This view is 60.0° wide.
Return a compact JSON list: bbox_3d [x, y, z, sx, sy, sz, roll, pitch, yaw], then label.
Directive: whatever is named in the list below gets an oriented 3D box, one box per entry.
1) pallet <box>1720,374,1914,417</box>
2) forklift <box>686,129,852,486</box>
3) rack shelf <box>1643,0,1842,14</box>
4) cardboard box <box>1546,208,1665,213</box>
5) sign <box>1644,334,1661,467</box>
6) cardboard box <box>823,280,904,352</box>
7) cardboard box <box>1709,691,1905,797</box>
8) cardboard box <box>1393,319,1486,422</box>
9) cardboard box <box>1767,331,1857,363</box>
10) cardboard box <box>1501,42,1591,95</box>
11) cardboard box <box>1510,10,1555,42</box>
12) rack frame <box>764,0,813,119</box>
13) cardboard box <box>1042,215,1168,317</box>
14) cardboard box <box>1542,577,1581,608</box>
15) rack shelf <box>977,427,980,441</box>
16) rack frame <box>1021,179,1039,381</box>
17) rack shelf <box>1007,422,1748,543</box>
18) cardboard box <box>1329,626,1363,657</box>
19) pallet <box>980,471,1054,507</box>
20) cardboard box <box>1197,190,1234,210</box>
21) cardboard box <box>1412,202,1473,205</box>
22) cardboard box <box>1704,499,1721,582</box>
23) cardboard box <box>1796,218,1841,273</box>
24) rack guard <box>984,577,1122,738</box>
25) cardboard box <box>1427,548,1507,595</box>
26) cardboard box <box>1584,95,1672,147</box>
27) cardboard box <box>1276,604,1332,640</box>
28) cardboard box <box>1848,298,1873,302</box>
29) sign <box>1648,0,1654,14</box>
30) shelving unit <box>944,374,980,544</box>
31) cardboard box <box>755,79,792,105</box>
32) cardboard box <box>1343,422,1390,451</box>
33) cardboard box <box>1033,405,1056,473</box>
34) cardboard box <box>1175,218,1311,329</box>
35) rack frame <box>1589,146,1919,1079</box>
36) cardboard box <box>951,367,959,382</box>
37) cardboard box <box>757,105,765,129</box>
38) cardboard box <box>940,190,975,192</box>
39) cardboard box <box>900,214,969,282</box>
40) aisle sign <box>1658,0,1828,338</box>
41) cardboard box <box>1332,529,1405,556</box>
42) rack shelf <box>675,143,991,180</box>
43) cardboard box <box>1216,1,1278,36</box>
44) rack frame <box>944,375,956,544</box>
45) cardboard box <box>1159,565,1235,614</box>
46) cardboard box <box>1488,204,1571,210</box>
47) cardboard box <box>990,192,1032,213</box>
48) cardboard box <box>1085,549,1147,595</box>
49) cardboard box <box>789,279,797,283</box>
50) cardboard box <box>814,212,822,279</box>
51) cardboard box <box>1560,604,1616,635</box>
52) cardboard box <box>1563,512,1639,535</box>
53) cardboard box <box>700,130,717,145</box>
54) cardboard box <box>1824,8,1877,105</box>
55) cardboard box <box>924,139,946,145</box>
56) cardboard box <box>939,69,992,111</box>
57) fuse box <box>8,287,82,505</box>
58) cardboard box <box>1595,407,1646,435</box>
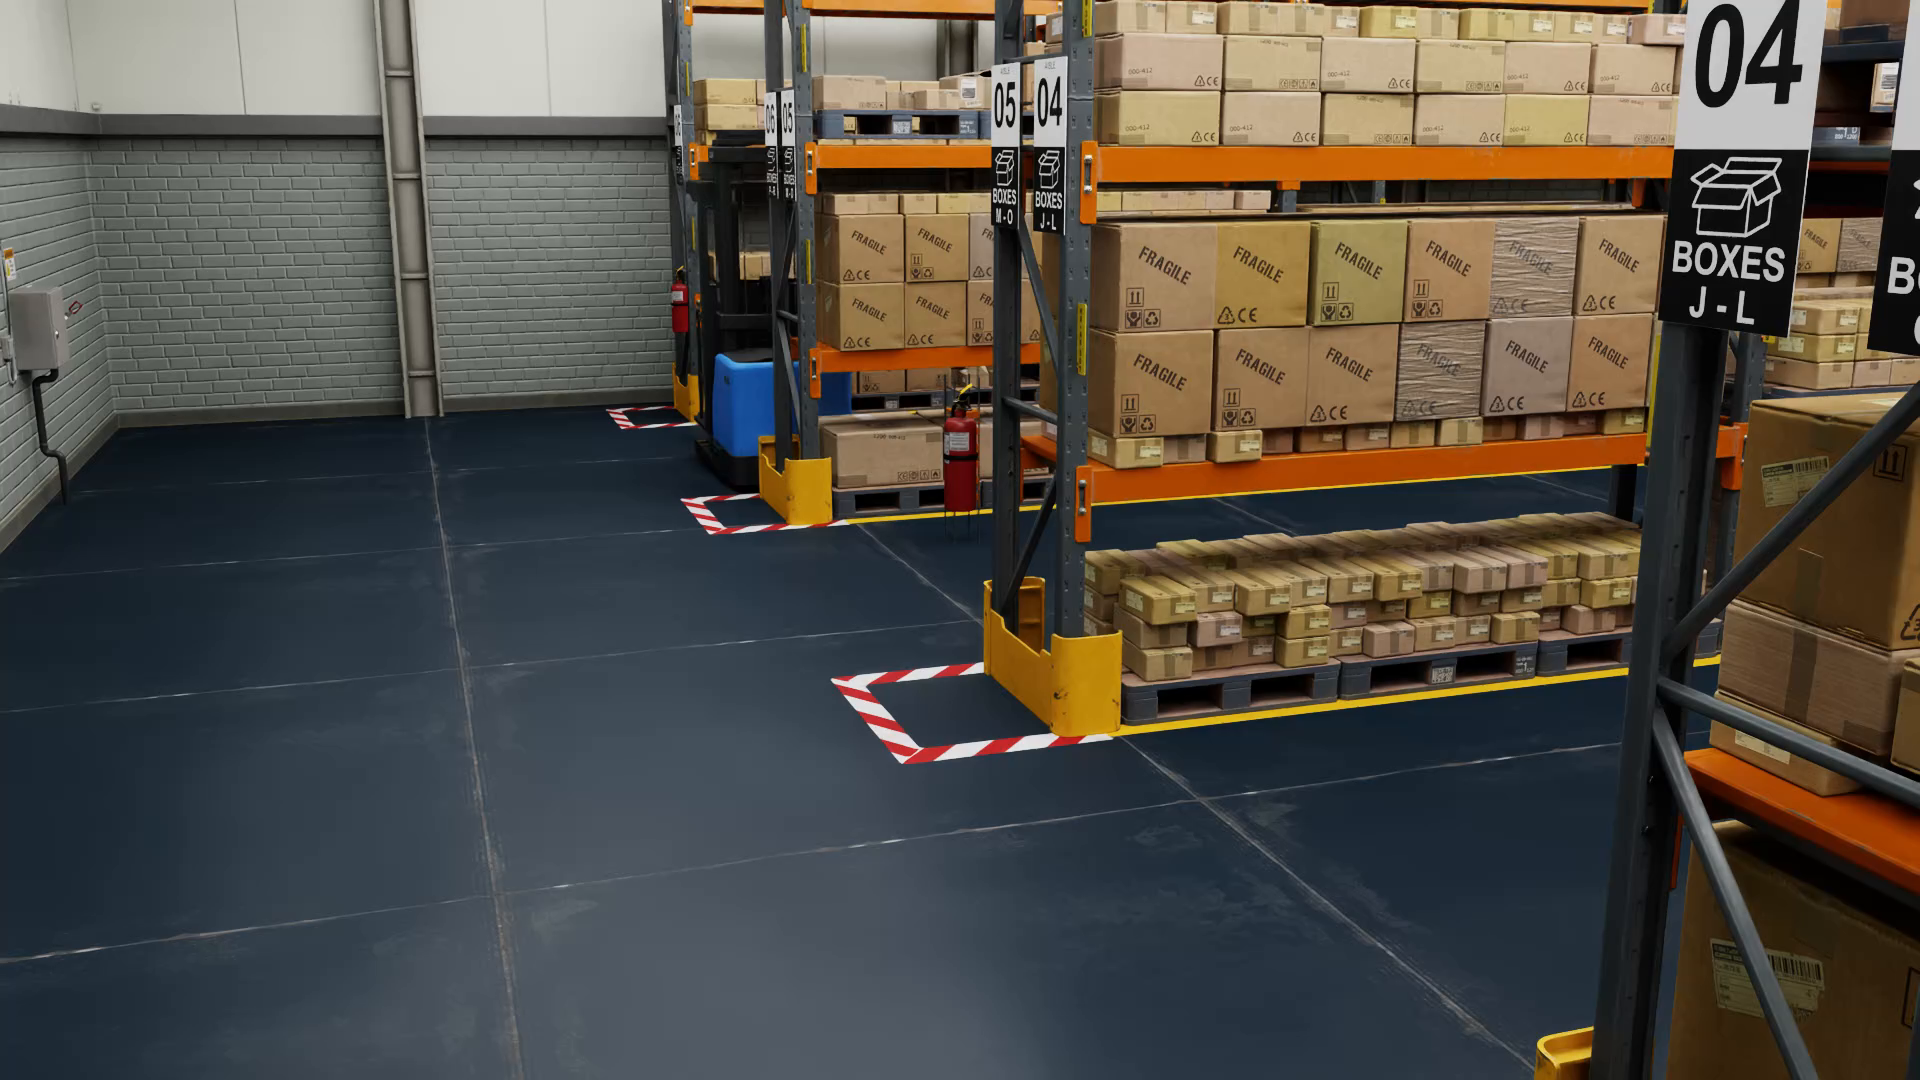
[{"bbox_3d":[4.950,-0.855,9.669,1.213,0.211,1.003,-4,14,-18],"label":"pallet"},{"bbox_3d":[-1.819,-2.170,14.932,1.130,2.935,3.031,-4,14,-17],"label":"forklift"},{"bbox_3d":[8.192,-4.819,15.374,4.000,0.370,1.077,-4,14,-18],"label":"rack shelf"},{"bbox_3d":[3.674,-1.624,9.467,0.500,0.500,0.500,-4,14,-17],"label":"cardboard box"},{"bbox_3d":[1.715,-0.332,4.041,0.005,0.325,0.100,-4,14,-18],"label":"sign"},{"bbox_3d":[-0.740,-1.728,12.708,0.500,0.500,0.500,-5,14,-19],"label":"cardboard box"},{"bbox_3d":[2.107,0.491,4.141,0.250,0.149,0.380,-4,14,-17],"label":"cardboard box"},{"bbox_3d":[2.350,-0.912,8.635,0.500,0.500,0.500,-5,14,-20],"label":"cardboard box"},{"bbox_3d":[4.699,-1.079,9.188,0.250,0.149,0.380,-4,14,-17],"label":"cardboard box"},{"bbox_3d":[2.834,-2.388,8.462,0.500,0.250,0.500,-4,14,-16],"label":"cardboard box"},{"bbox_3d":[2.753,-2.563,8.336,0.250,0.149,0.380,-5,14,-18],"label":"cardboard box"},{"bbox_3d":[-1.286,-4.625,12.141,0.127,3.000,1.000,-4,14,-18],"label":"rack frame"},{"bbox_3d":[0.743,-1.397,8.512,0.500,0.500,0.500,-5,14,-19],"label":"cardboard box"},{"bbox_3d":[3.213,0.251,9.218,0.250,0.149,0.380,-4,14,-18],"label":"cardboard box"},{"bbox_3d":[0.014,-0.775,11.963,0.180,0.103,0.258,-4,14,-18],"label":"rack shelf"},{"bbox_3d":[0.918,-3.090,18.652,0.127,3.000,1.000,-4,14,-18],"label":"rack frame"},{"bbox_3d":[2.284,-0.426,9.006,4.000,0.370,1.077,-4,14,-18],"label":"rack shelf"},{"bbox_3d":[1.931,0.494,8.837,0.250,0.149,0.380,-4,14,-18],"label":"cardboard box"},{"bbox_3d":[0.601,-0.515,13.853,1.213,0.211,1.003,-4,14,-18],"label":"pallet"},{"bbox_3d":[2.030,-2.764,13.503,0.250,0.149,0.380,-4,14,-17],"label":"cardboard box"},{"bbox_3d":[4.309,-2.739,14.800,0.500,0.500,0.500,-4,14,-17],"label":"cardboard box"},{"bbox_3d":[4.801,-0.022,10.246,0.500,0.500,0.500,-5,14,-19],"label":"cardboard box"},{"bbox_3d":[7.789,-2.758,15.488,0.500,0.500,0.500,-4,14,-17],"label":"cardboard box"},{"bbox_3d":[0.460,0.582,8.615,0.348,0.500,1.175,-4,14,-18],"label":"rack guard"},{"bbox_3d":[2.712,0.165,8.933,0.250,0.149,0.380,-5,14,-20],"label":"cardboard box"},{"bbox_3d":[3.323,-2.180,8.669,0.500,0.250,0.500,-4,14,-18],"label":"cardboard box"},{"bbox_3d":[1.726,0.387,8.645,0.250,0.149,0.380,-4,14,-16],"label":"cardboard box"},{"bbox_3d":[5.206,-1.264,9.323,0.250,0.149,0.380,-4,14,-18],"label":"cardboard box"},{"bbox_3d":[3.999,-2.948,9.602,0.005,0.325,0.100,-4,14,-18],"label":"sign"},{"bbox_3d":[0.014,-0.585,12.008,0.189,1.200,0.258,-4,14,-18],"label":"shelving unit"},{"bbox_3d":[-1.884,-4.580,17.036,0.500,0.250,0.500,-5,14,-18],"label":"cardboard box"},{"bbox_3d":[2.010,-0.570,8.600,0.250,0.149,0.380,-5,14,-19],"label":"cardboard box"},{"bbox_3d":[1.027,-0.871,13.950,0.875,0.438,0.875,-5,14,-20],"label":"cardboard box"},{"bbox_3d":[1.375,-1.322,8.198,0.500,0.500,0.500,-4,14,-16],"label":"cardboard box"},{"bbox_3d":[1.874,0.467,3.698,0.127,3.000,1.000,-4,14,-18],"label":"rack frame"},{"bbox_3d":[-0.194,-1.879,18.812,0.250,0.149,0.380,-5,14,-19],"label":"cardboard box"},{"bbox_3d":[-1.890,-4.341,17.109,0.500,0.250,0.500,-4,14,-17],"label":"cardboard box"},{"bbox_3d":[-0.037,-2.702,13.244,0.250,0.149,0.380,-5,14,-19],"label":"cardboard box"},{"bbox_3d":[-0.253,-2.254,12.761,0.500,0.500,0.500,-5,14,-20],"label":"cardboard box"},{"bbox_3d":[1.711,-0.858,3.651,0.004,0.787,0.394,-4,14,-18],"label":"aisle sign"},{"bbox_3d":[2.298,0.059,9.379,0.250,0.149,0.380,-4,14,-18],"label":"cardboard box"},{"bbox_3d":[-0.977,-4.052,17.768,4.000,0.370,1.077,-4,14,-18],"label":"rack shelf"},{"bbox_3d":[1.296,-2.445,7.839,0.250,0.149,0.380,-4,14,-18],"label":"cardboard box"},{"bbox_3d":[-0.073,-0.578,11.980,0.006,1.200,0.240,-4,14,-18],"label":"rack frame"},{"bbox_3d":[1.216,0.254,8.561,0.250,0.149,0.380,-4,14,-17],"label":"cardboard box"},{"bbox_3d":[4.933,-2.662,14.474,0.500,0.500,0.500,-4,14,-18],"label":"cardboard box"},{"bbox_3d":[0.373,-2.615,12.877,0.250,0.149,0.380,-4,14,-18],"label":"cardboard box"},{"bbox_3d":[0.809,0.170,8.913,0.250,0.149,0.380,-4,14,-17],"label":"cardboard box"},{"bbox_3d":[-1.750,-2.698,17.546,0.250,0.149,0.380,-4,14,-16],"label":"cardboard box"},{"bbox_3d":[-0.905,-2.329,13.077,0.500,0.500,0.500,-4,14,-16],"label":"cardboard box"},{"bbox_3d":[3.414,0.397,9.244,0.250,0.149,0.380,-5,14,-20],"label":"cardboard box"},{"bbox_3d":[3.787,-0.050,9.840,0.250,0.149,0.380,-4,14,-16],"label":"cardboard box"},{"bbox_3d":[-2.497,-4.105,16.977,0.250,0.149,0.380,-4,14,-17],"label":"cardboard box"},{"bbox_3d":[4.574,-2.640,9.153,0.500,0.500,0.700,-4,14,-18],"label":"cardboard box"},{"bbox_3d":[-0.316,-4.270,17.674,0.250,0.149,0.380,-4,14,-16],"label":"cardboard box"},{"bbox_3d":[0.148,-3.475,12.857,0.500,0.311,0.500,-4,14,-17],"label":"cardboard box"},{"bbox_3d":[-7.155,-1.130,13.196,0.414,1.711,0.539,-4,14,-18],"label":"fuse box"},{"bbox_3d":[3.502,-0.679,9.060,0.250,0.149,0.380,-4,14,-16],"label":"cardboard box"}]
